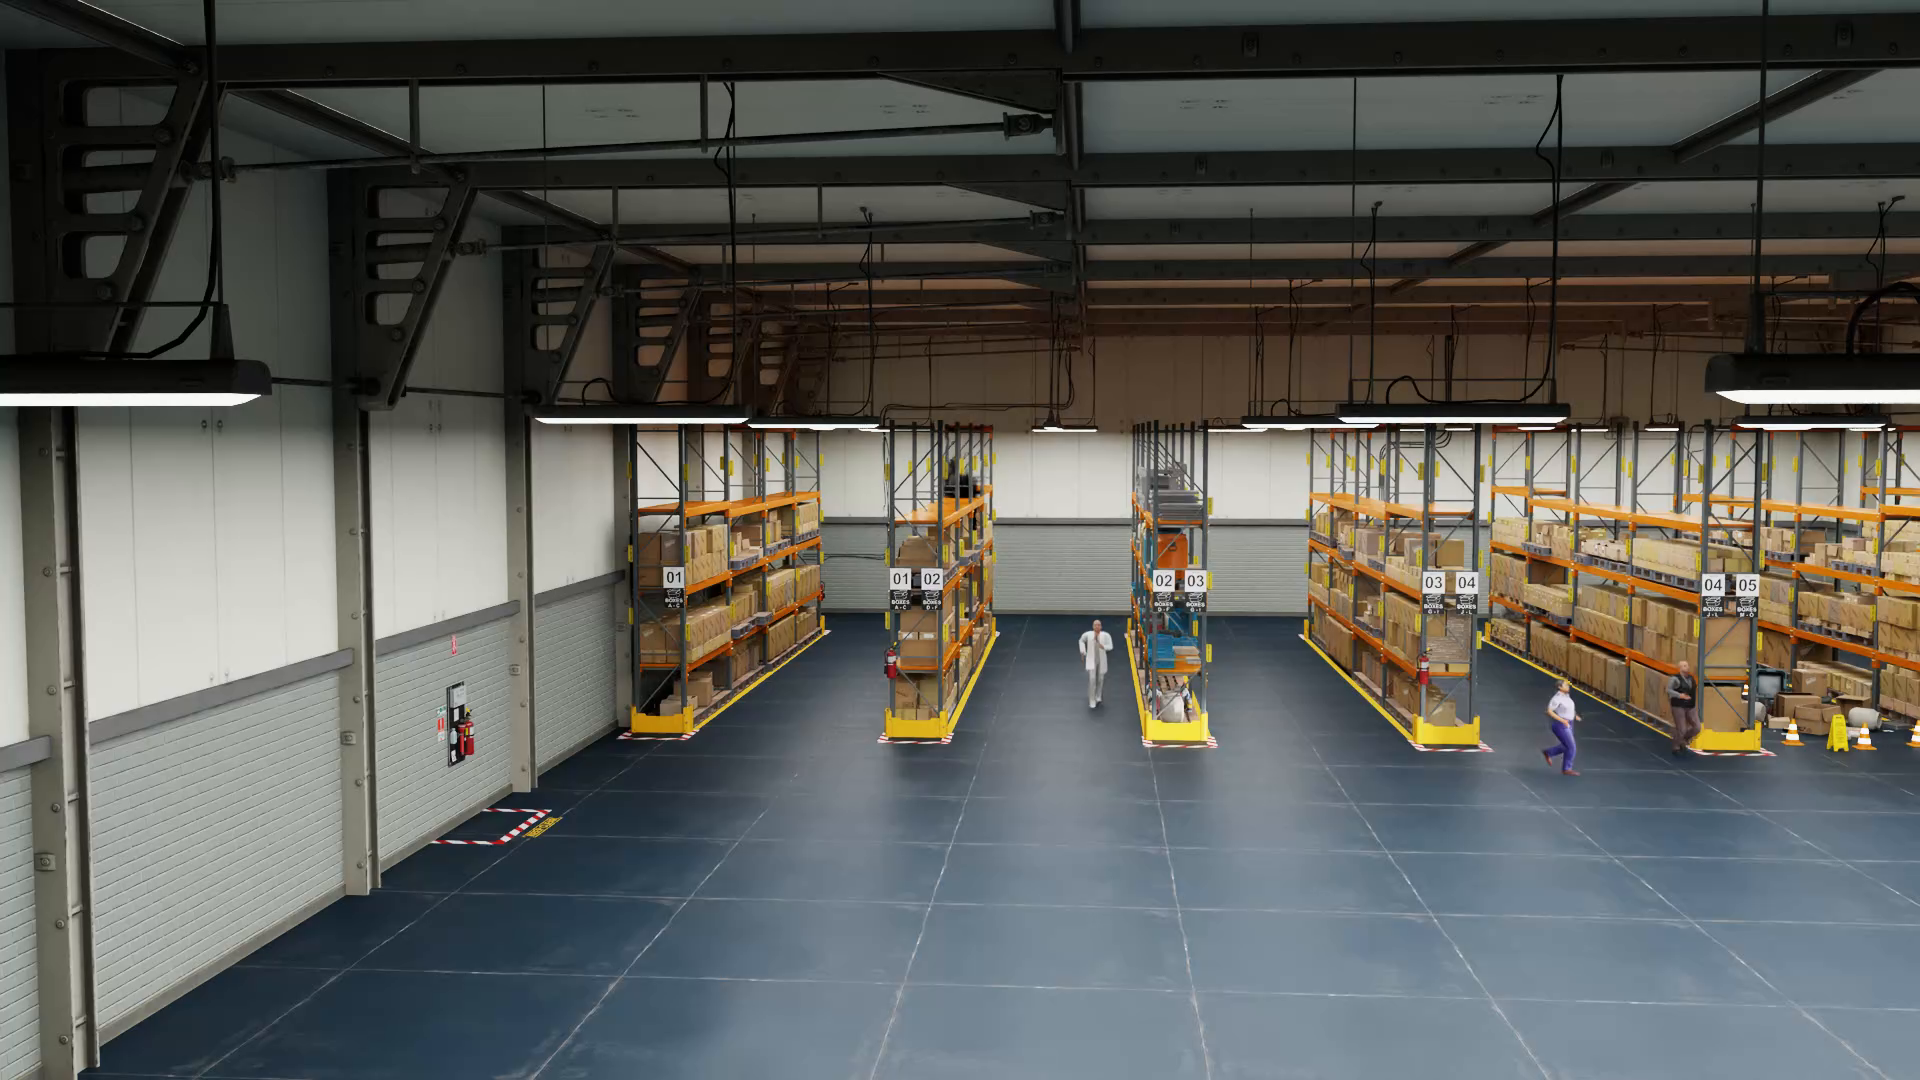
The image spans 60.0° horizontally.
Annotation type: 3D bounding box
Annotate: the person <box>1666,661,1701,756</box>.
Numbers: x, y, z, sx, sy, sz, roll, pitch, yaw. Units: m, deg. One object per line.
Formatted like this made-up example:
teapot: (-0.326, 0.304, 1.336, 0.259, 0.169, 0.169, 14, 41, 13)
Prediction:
person: (12.916, 3.005, 29.605, 0.681, 1.692, 0.584, -1, 4, -16)

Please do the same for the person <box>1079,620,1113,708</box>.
person: (2.887, 2.607, 35.175, 0.672, 1.848, 0.855, 0, 4, -2)

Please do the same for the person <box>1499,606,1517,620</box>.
person: (15.770, 1.917, 47.424, 0.715, 1.754, 0.579, 0, 4, 1)

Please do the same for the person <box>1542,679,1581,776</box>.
person: (10.147, 3.154, 28.074, 0.669, 1.580, 0.613, 3, 5, 40)
